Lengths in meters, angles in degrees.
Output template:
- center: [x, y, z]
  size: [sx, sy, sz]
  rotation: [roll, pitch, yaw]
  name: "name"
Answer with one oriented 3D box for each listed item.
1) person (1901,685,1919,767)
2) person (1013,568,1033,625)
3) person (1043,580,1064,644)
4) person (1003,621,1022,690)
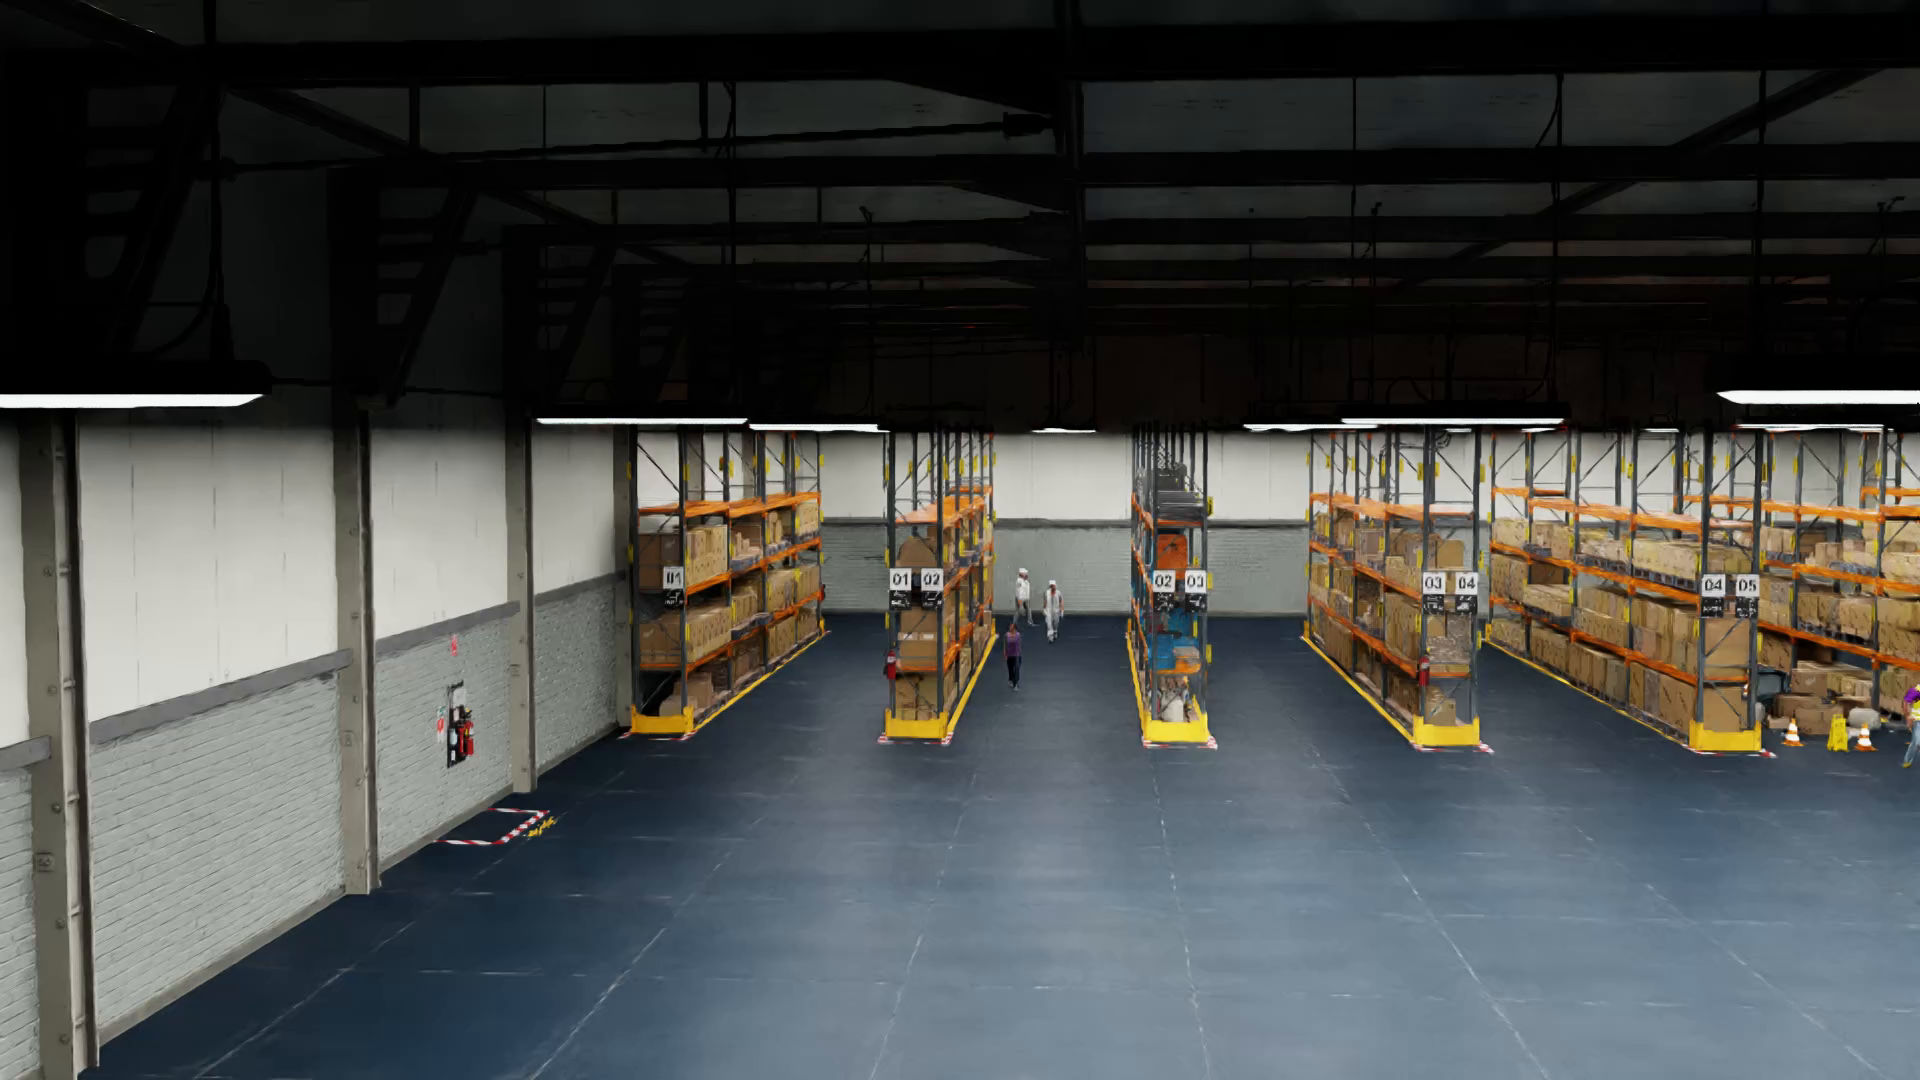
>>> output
- center: [16.494, 3.074, 28.422]
  size: [0.719, 1.714, 0.561]
  rotation: [0, 4, 2]
  name: "person"
- center: [1.840, 1.686, 49.262]
  size: [0.453, 1.709, 0.608]
  rotation: [3, 5, 42]
  name: "person"
- center: [2.573, 1.961, 45.735]
  size: [0.565, 1.736, 1.045]
  rotation: [0, 4, 4]
  name: "person"
- center: [1.176, 2.579, 37.465]
  size: [0.417, 1.517, 1.032]
  rotation: [0, 4, 7]
  name: "person"
